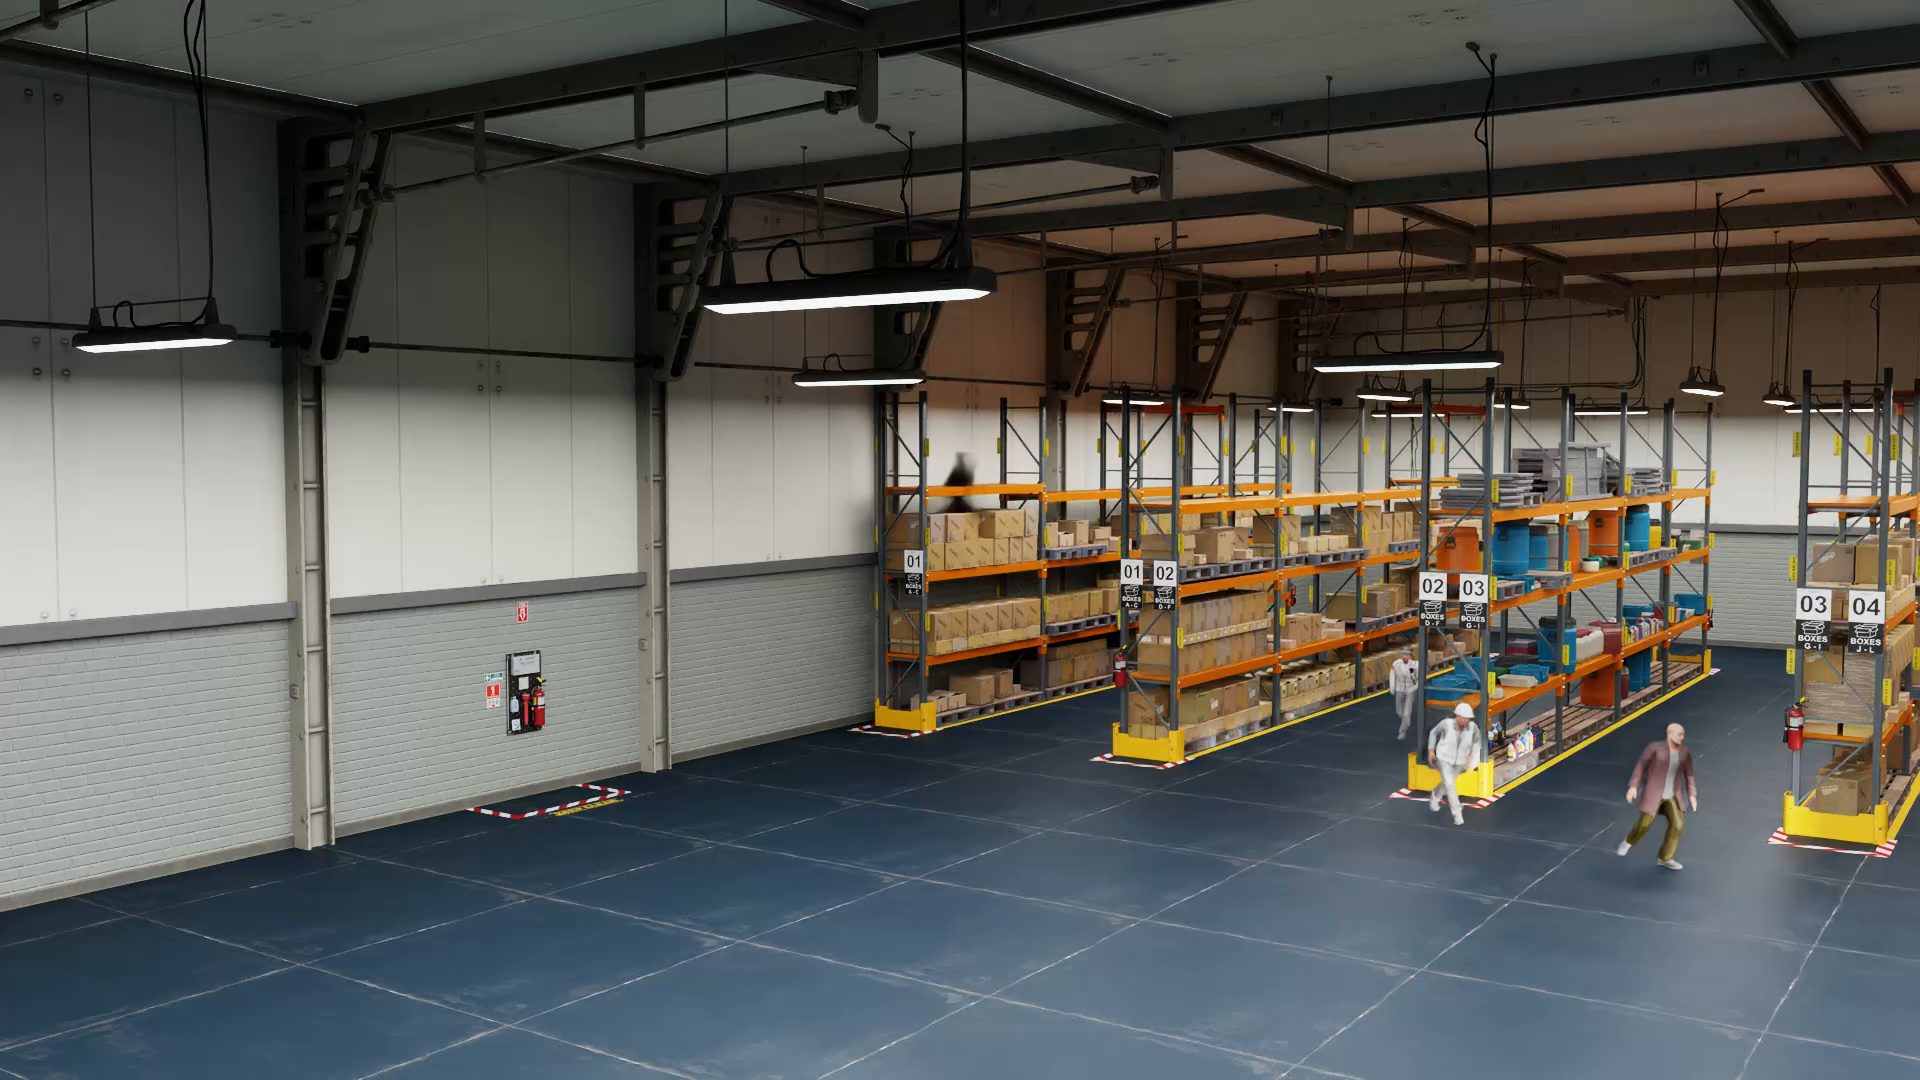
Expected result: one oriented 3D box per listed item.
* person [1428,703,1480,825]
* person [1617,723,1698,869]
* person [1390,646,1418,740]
[{"bbox_3d":[6.594,2.939,22.341,0.666,1.618,1.110,0,3,-3],"label":"person"},{"bbox_3d":[8.364,3.028,19.966,0.787,1.718,0.827,0,3,-9],"label":"person"},{"bbox_3d":[7.693,2.611,28.636,0.597,1.624,0.619,1,3,19],"label":"person"}]
